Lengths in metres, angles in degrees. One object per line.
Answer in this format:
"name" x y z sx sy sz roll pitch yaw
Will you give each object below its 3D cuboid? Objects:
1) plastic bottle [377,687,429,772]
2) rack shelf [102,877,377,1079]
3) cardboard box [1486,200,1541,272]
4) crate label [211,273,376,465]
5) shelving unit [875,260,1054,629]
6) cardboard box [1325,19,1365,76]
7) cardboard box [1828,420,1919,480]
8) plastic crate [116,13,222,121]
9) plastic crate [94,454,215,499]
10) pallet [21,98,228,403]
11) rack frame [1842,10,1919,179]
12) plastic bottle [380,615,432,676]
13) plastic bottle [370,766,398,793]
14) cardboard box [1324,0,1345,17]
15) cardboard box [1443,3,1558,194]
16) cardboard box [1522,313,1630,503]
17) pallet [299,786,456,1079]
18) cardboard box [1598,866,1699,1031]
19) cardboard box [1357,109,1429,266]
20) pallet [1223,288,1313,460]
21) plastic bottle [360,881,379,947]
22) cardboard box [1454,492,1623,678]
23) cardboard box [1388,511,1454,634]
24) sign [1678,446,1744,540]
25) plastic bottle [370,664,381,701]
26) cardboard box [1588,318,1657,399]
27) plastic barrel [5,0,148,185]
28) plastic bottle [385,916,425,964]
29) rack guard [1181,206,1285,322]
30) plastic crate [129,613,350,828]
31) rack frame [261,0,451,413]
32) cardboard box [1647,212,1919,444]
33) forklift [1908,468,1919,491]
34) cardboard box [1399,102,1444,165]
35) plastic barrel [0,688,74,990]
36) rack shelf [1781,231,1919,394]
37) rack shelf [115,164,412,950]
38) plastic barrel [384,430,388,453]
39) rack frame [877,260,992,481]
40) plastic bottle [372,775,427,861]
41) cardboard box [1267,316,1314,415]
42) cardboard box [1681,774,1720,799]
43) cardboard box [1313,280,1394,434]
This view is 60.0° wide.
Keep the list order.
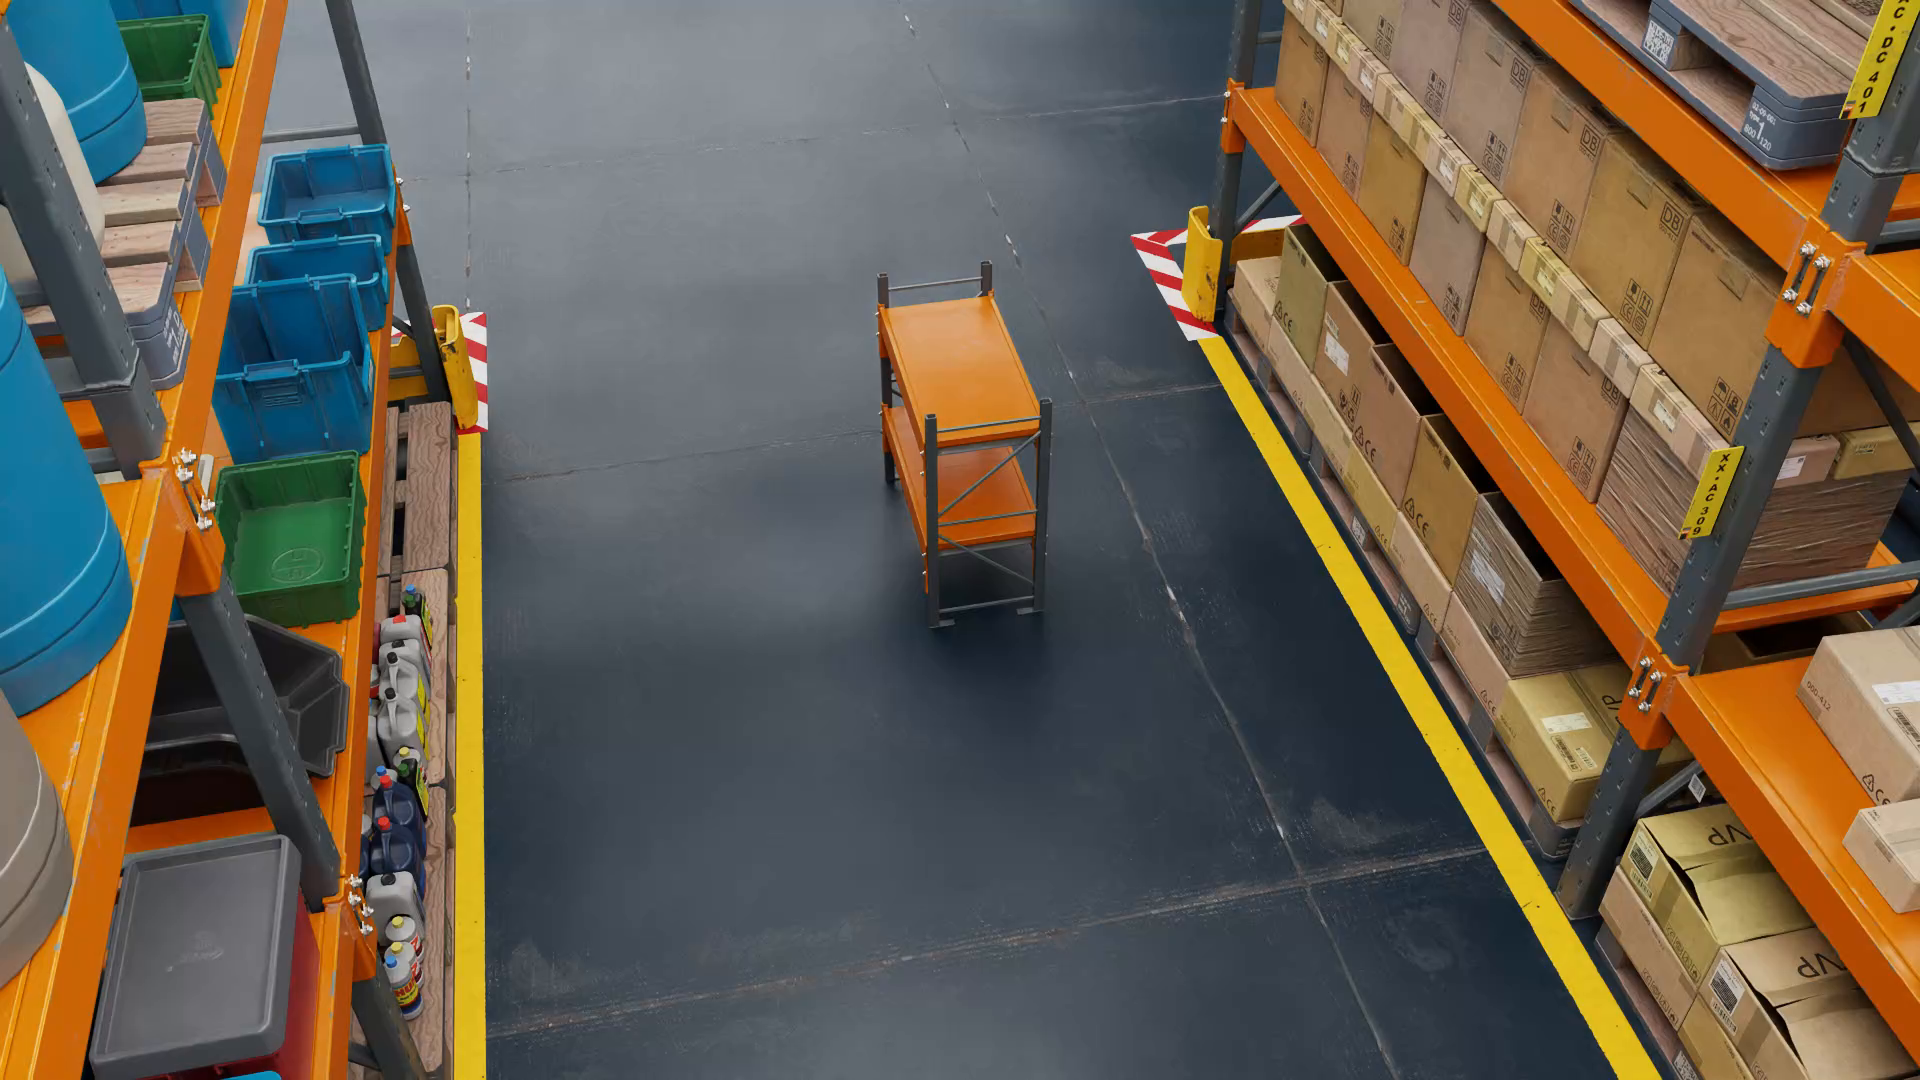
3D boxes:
"plastic bottle" -2.072 0.695 6.153 0.144 0.351 0.185 -9 42 -10
"rack shelf" -1.739 2.415 3.093 1.077 0.370 4.000 -8 42 -9
"cardboard box" 2.126 -1.106 5.955 0.380 0.149 0.250 -7 42 -8
"crate label" -2.373 -0.602 5.924 0.502 0.435 0.616 -8 42 -9
"shelving unit" 0.001 -0.416 7.153 0.538 1.125 1.048 -8 42 -9
"cardboard box" 1.790 -2.113 7.088 0.380 0.149 0.250 -8 42 -9
"cardboard box" 2.798 -0.340 5.091 0.380 0.149 0.250 -8 42 -9
"plastic crate" -2.245 -1.255 4.586 0.336 0.188 0.450 -8 42 -9
"plastic crate" -2.768 -0.068 5.547 0.530 0.136 0.437 -8 42 -9
"pallet" -2.422 -0.655 3.893 1.213 0.211 1.003 -8 42 -9
"rack frame" 2.667 -2.101 3.120 1.000 3.000 0.127 -8 42 -9
"plastic bottle" -2.182 0.406 6.535 0.152 0.276 0.135 -8 42 -9
"plastic bottle" -2.049 0.911 5.970 0.097 0.271 0.097 0 42 0
"cardboard box" 1.903 -2.634 7.187 0.700 0.500 0.500 -8 42 -9
"cardboard box" 2.240 -1.643 6.070 0.700 0.500 0.500 -8 42 -9
"cardboard box" 2.445 -0.523 5.786 0.700 0.500 0.500 -9 42 -10
"pallet" -2.275 1.451 5.738 1.003 0.211 1.213 -8 42 -9
"cardboard box" 2.512 1.311 5.551 0.500 0.250 0.500 -9 42 -10
"cardboard box" 2.111 -1.521 6.910 0.700 0.500 0.500 -8 42 -9
"pallet" 2.009 -0.918 8.407 1.003 0.211 1.213 -8 42 -9
"plastic bottle" -2.012 1.242 5.588 0.061 0.283 0.133 -8 42 -9
"cardboard box" 2.257 0.138 6.307 0.500 0.500 0.500 -8 42 -9
"cardboard box" 2.133 0.097 6.918 0.500 0.250 0.500 -8 42 -9
"sign" 2.125 -0.130 4.707 0.100 0.325 0.005 -8 42 -9
"plastic bottle" -2.270 0.554 6.425 0.097 0.201 0.097 0 42 0
"cardboard box" 2.288 -0.613 5.399 0.380 0.149 0.250 -10 42 -11
"plastic barrel" -2.281 -1.277 3.757 0.600 0.901 0.708 -8 42 -9
"plastic bottle" -1.855 1.331 5.550 0.097 0.201 0.097 0 42 0
"rack guard" 1.798 -1.531 8.880 1.175 0.500 0.348 -8 42 -9
"plastic crate" -2.159 0.515 4.738 0.767 0.338 0.504 -8 42 -9
"rack frame" -3.034 -1.743 7.236 1.000 3.000 0.127 -8 42 -9
"cardboard box" 2.565 -0.667 4.971 0.700 0.500 0.500 -8 42 -9
"forklift" 4.345 -2.085 7.673 1.130 2.935 3.031 -9 42 -10
"cardboard box" 1.958 -1.611 6.523 0.380 0.149 0.250 -9 42 -10
"plastic barrel" -1.708 0.263 2.339 0.600 0.901 0.600 0 42 0
"rack shelf" 3.098 0.586 2.894 1.077 0.370 4.000 -8 42 -9
"rack shelf" -2.602 -0.178 6.014 1.077 0.370 4.000 -8 42 -9
"plastic barrel" -2.817 -0.554 7.454 0.421 0.512 0.421 0 42 0
"rack frame" -0.108 -0.746 7.525 0.500 1.125 0.032 -8 42 -9
"plastic bottle" -1.980 0.971 5.843 0.144 0.351 0.185 -10 43 -11
"cardboard box" 1.813 -0.876 8.014 0.500 0.250 0.500 -8 42 -9
"cardboard box" 2.863 0.670 6.273 0.500 0.250 0.500 -8 42 -9
"cardboard box" 1.932 -0.834 7.402 0.500 0.500 0.500 -8 42 -9
